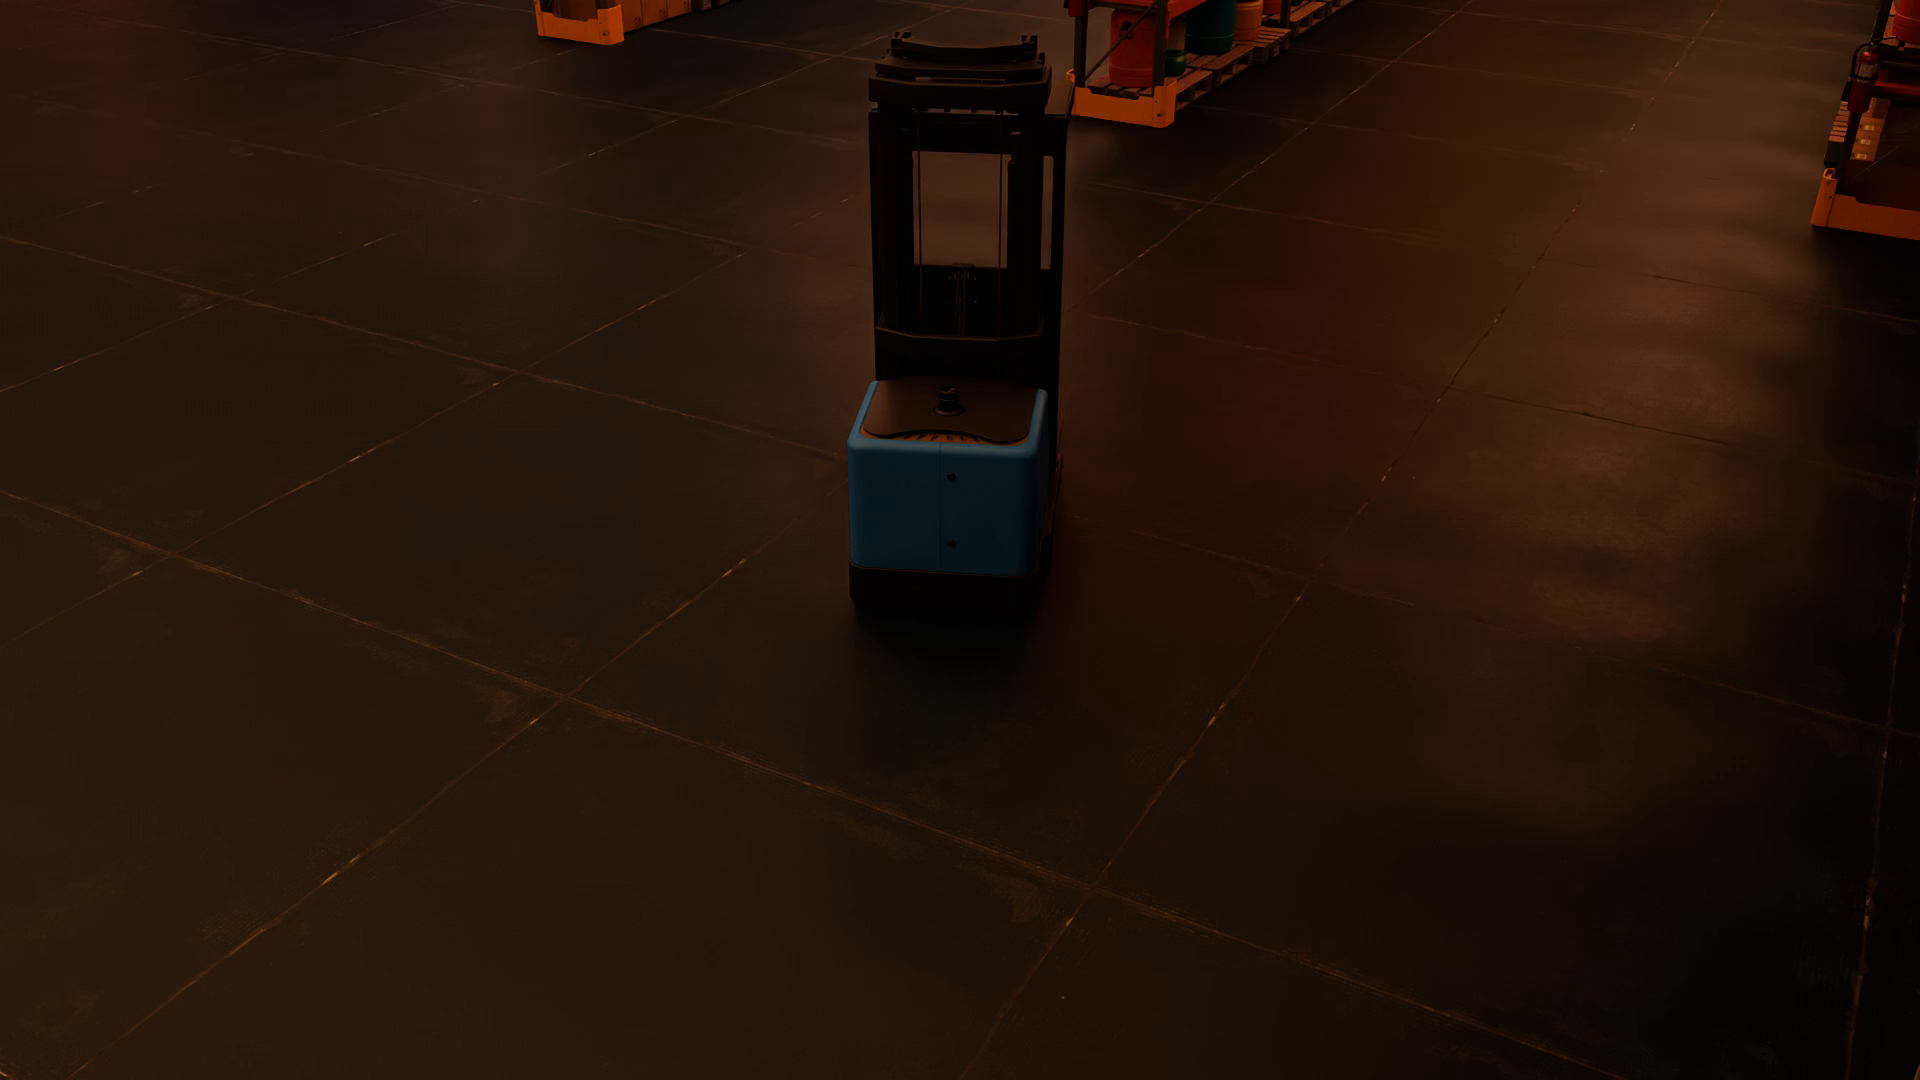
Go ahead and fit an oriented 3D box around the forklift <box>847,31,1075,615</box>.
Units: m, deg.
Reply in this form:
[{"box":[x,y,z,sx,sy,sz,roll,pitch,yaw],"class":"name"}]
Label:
[{"box":[0.072,-1.572,9.794,1.130,2.935,3.031,3,30,6],"class":"forklift"}]
